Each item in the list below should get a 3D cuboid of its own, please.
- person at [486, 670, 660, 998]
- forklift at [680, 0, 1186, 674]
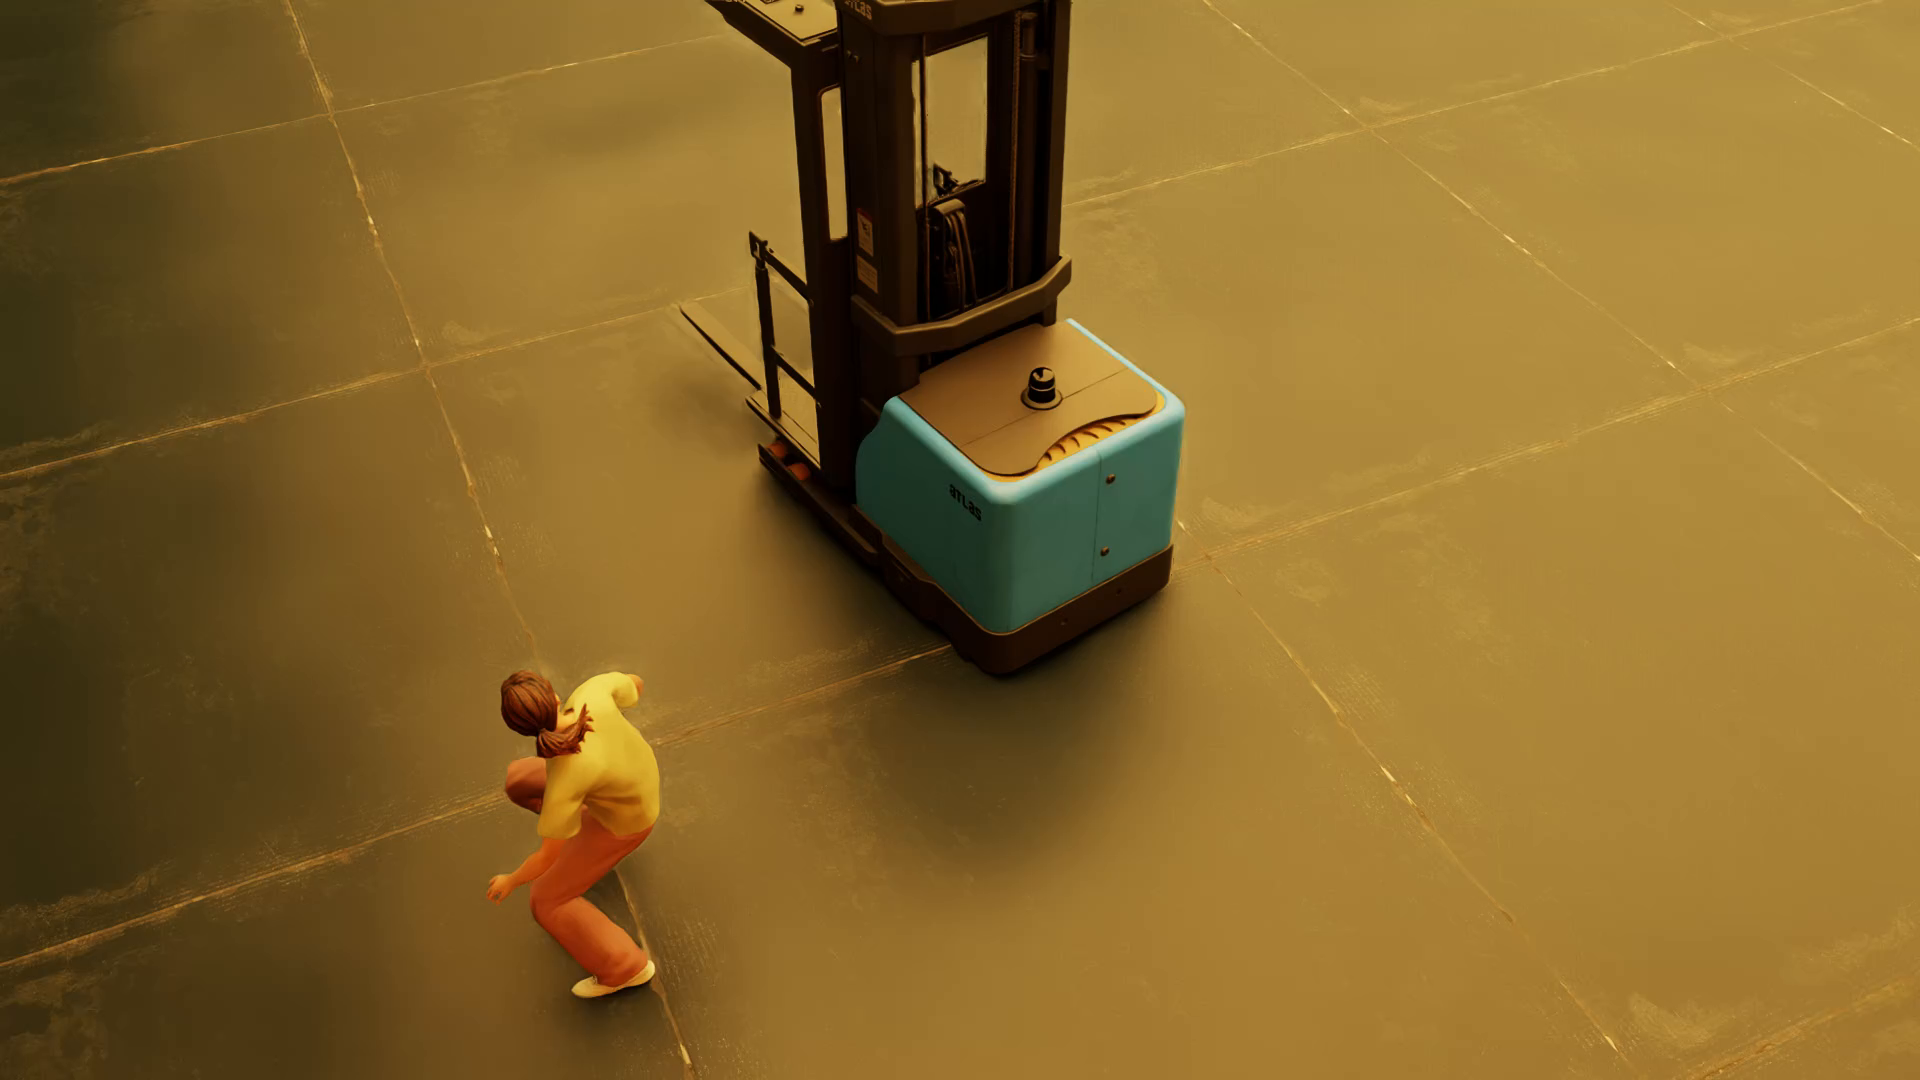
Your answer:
[{"bbox_3d":[-1.353,0.923,5.836,0.585,1.438,0.719,-2,43,-2],"label":"person"},{"bbox_3d":[-0.325,-1.462,7.246,1.130,2.935,3.031,-27,49,-26],"label":"forklift"}]
